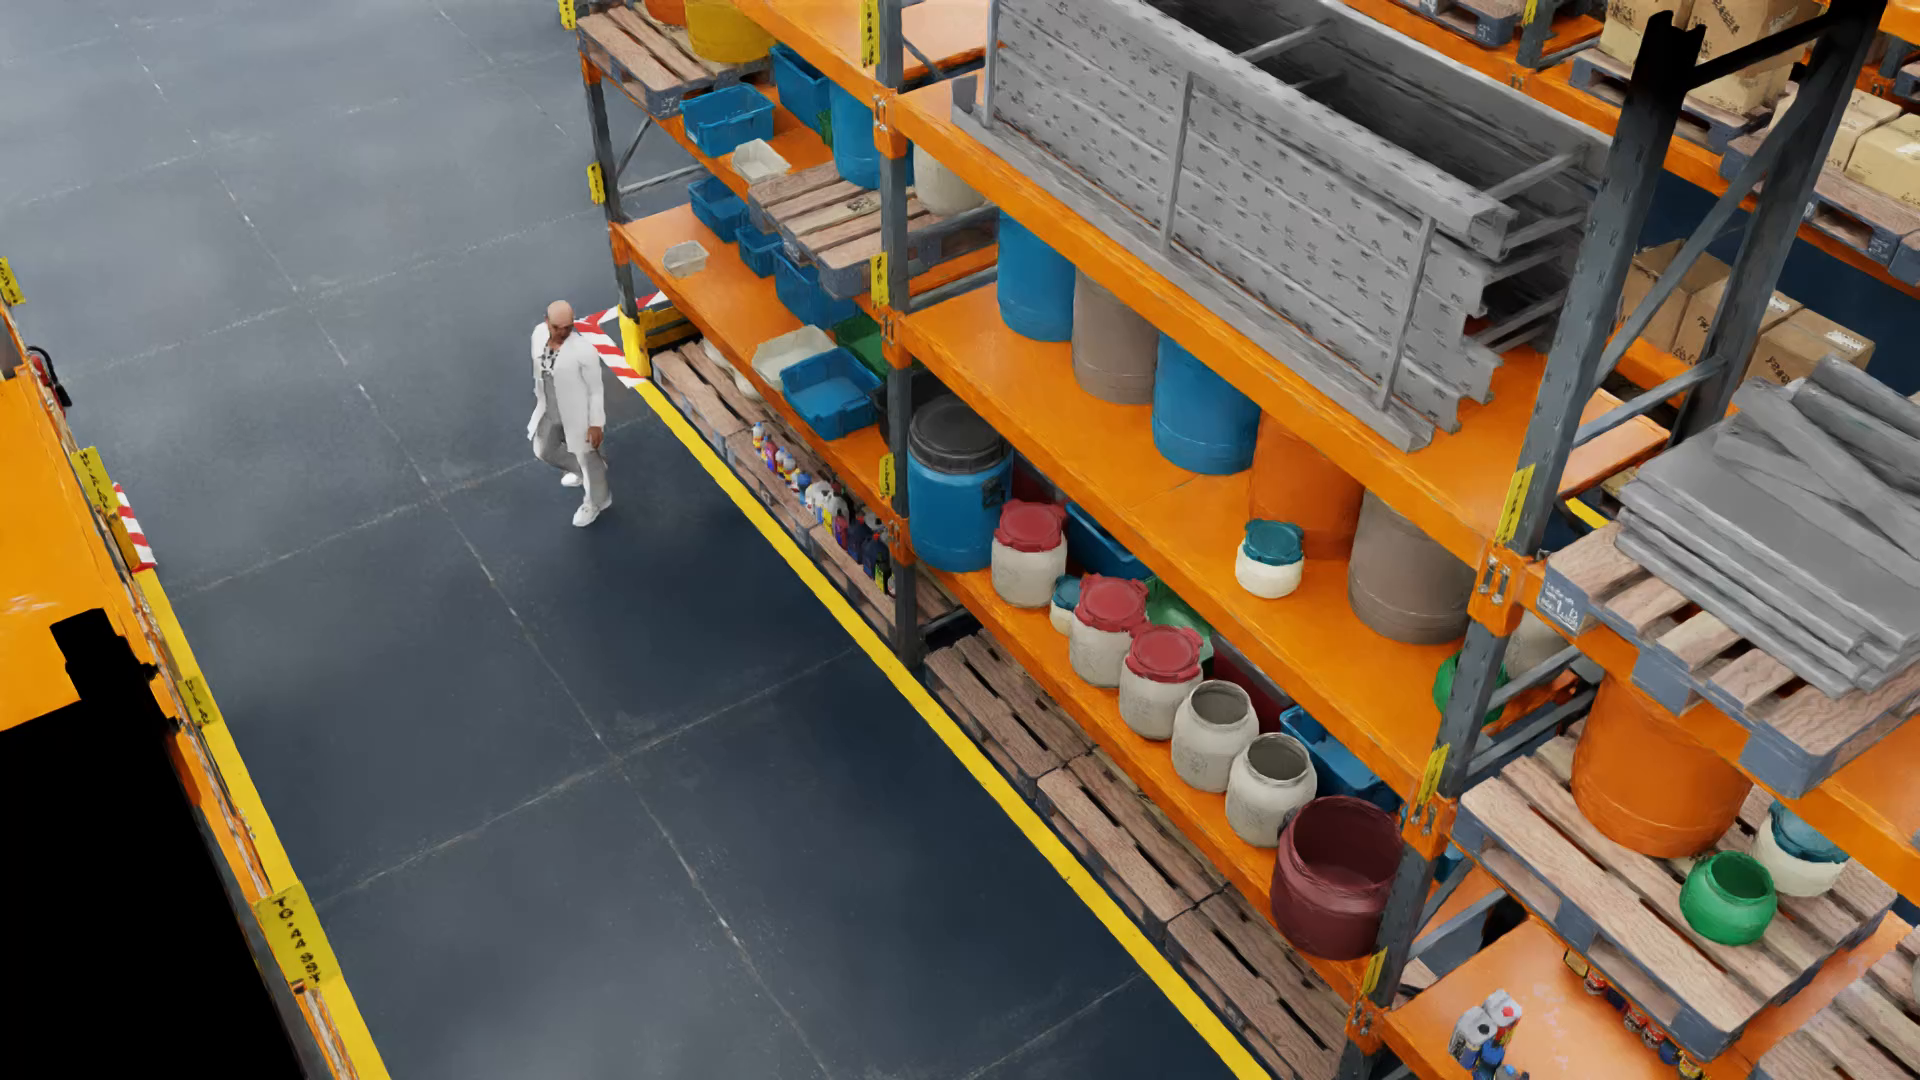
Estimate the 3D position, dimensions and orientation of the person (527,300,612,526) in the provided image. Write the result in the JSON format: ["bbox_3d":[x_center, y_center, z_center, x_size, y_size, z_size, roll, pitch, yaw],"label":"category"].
[{"bbox_3d":[-2.674,-0.895,11.420,0.634,1.779,0.517,21,47,21],"label":"person"}]
